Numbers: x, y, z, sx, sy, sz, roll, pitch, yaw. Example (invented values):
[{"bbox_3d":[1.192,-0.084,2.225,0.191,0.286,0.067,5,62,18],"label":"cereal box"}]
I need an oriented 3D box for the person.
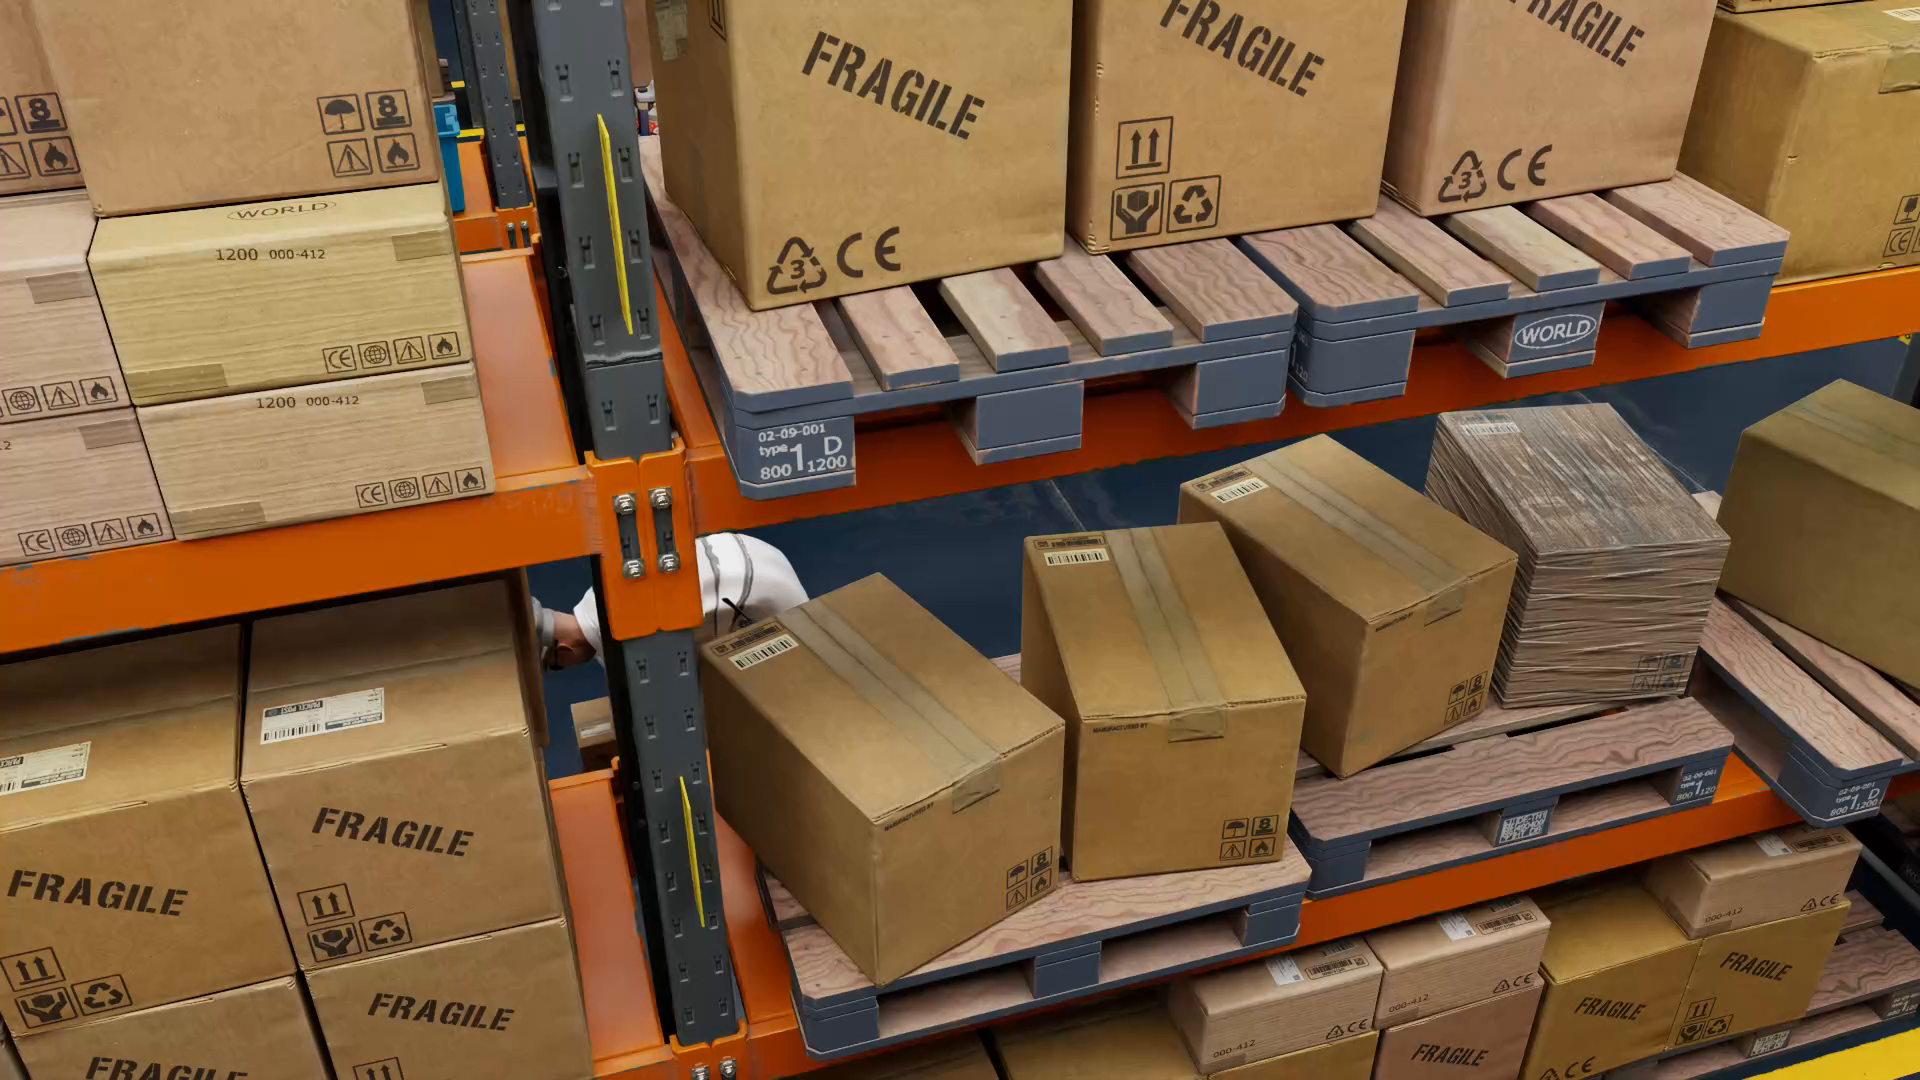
[{"bbox_3d":[-1.049,0.526,5.954,1.043,1.081,0.499,-11,35,-17],"label":"person"}]
